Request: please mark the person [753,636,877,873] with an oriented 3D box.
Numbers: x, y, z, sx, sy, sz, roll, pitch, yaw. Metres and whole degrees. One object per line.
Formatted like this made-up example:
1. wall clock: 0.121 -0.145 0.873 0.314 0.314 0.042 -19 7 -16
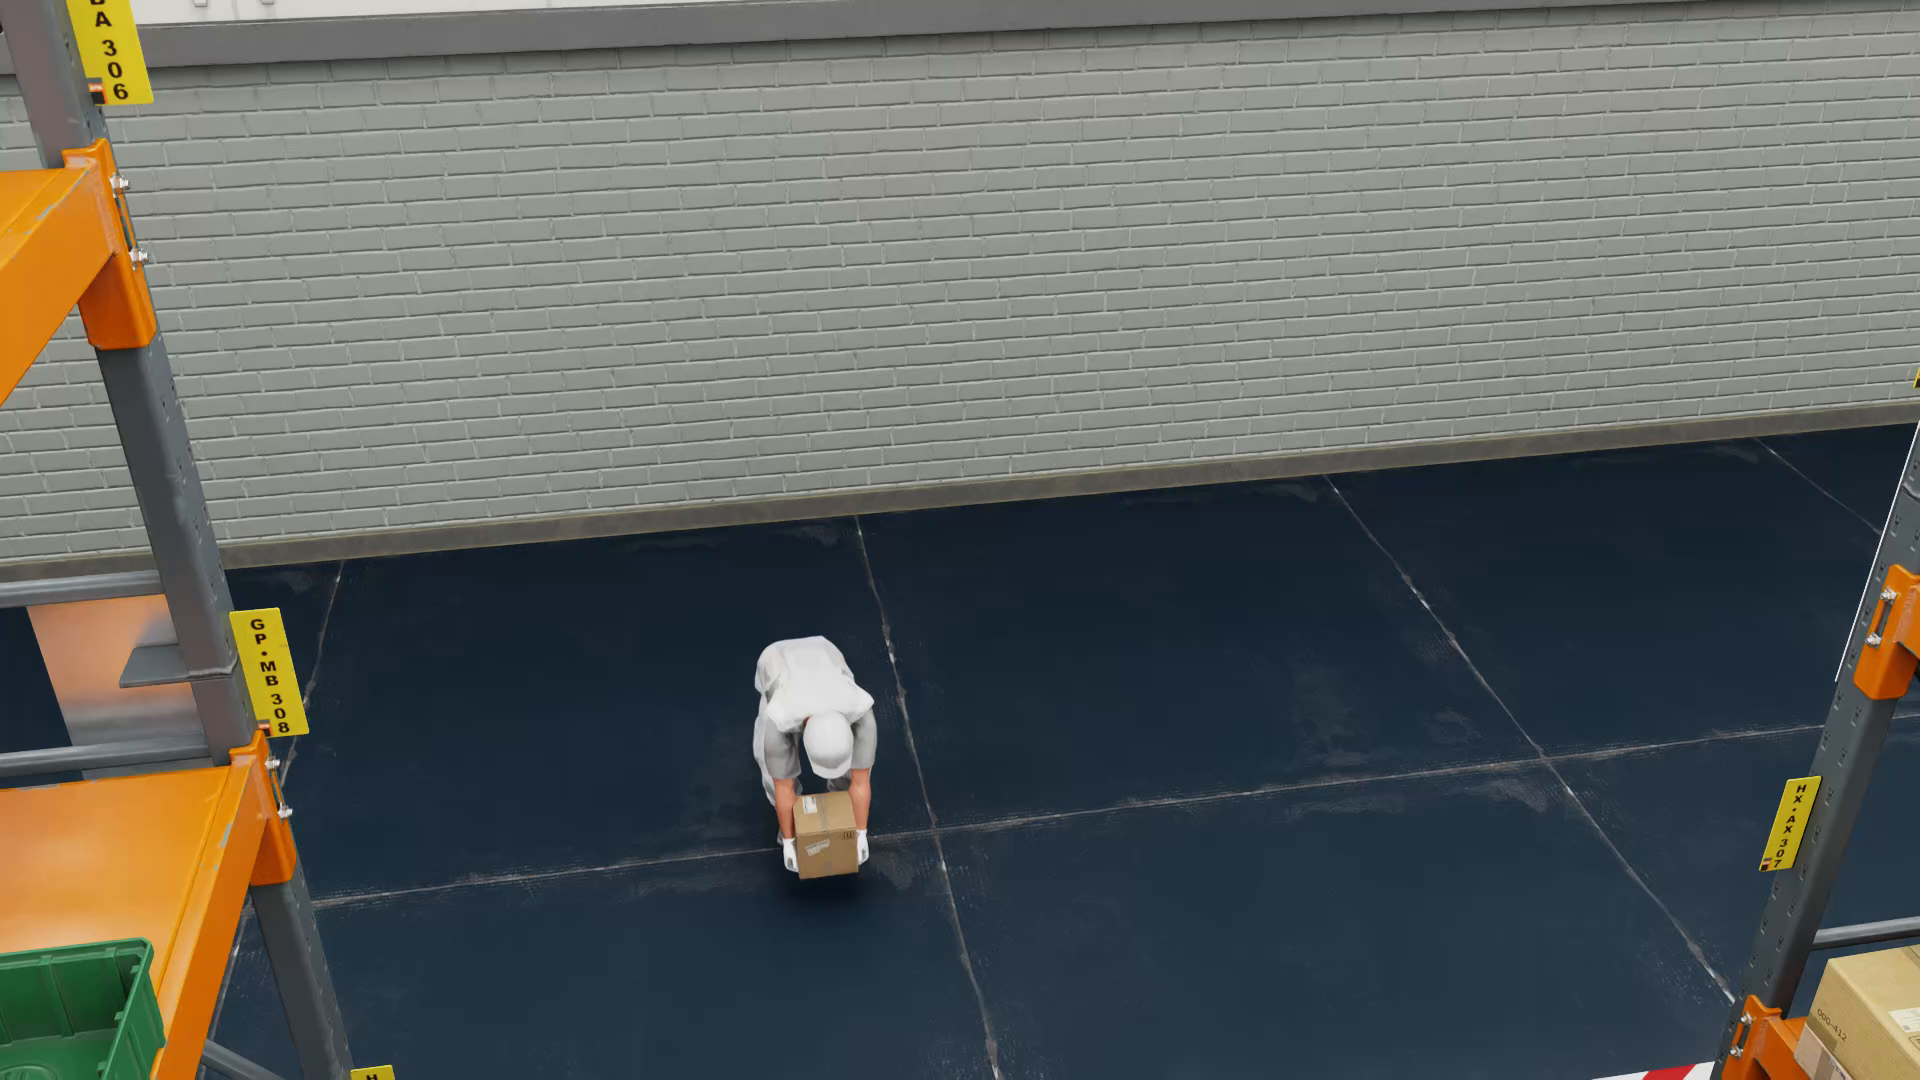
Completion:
1. person: -0.630 0.960 7.268 0.521 0.990 0.956 -7 31 -11
